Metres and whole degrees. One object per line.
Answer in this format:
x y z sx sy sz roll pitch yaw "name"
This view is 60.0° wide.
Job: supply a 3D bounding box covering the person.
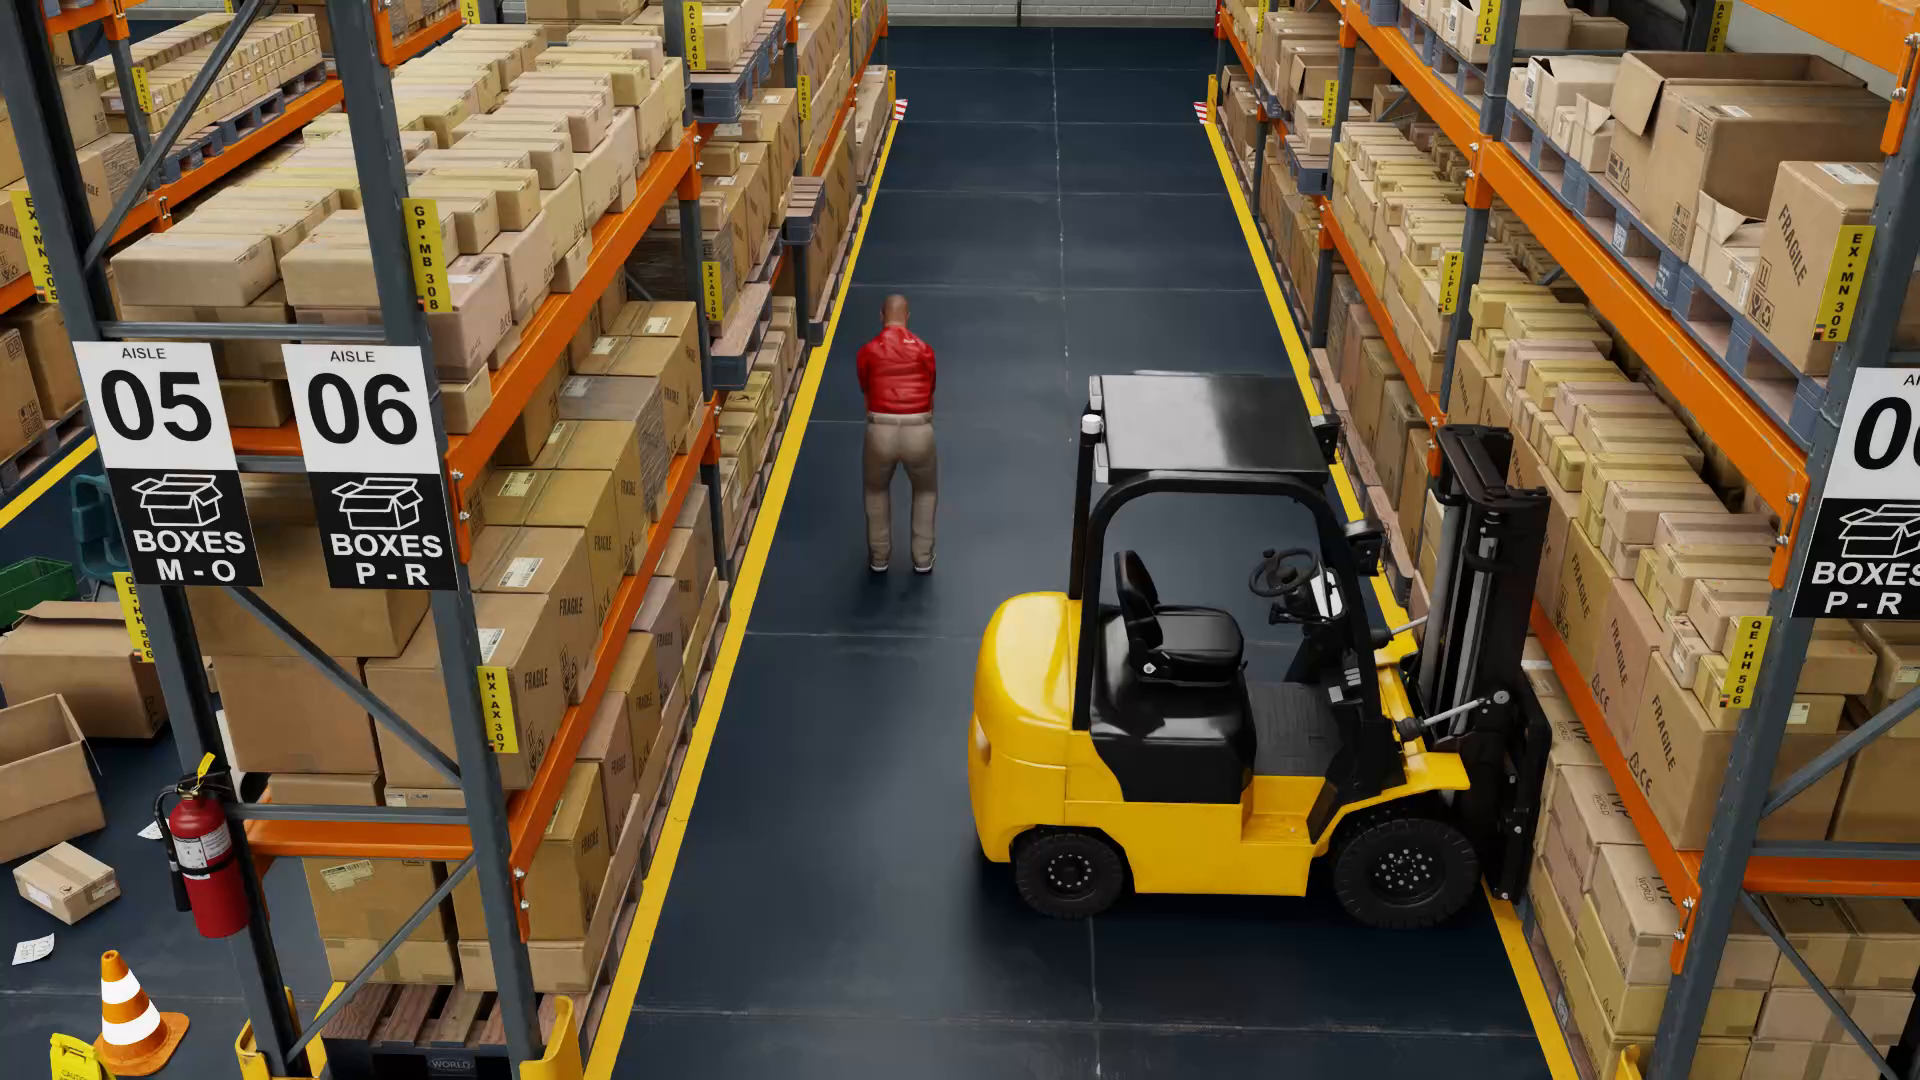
-0.370 -0.621 9.930 0.483 1.631 0.623 0 28 0 "person"
